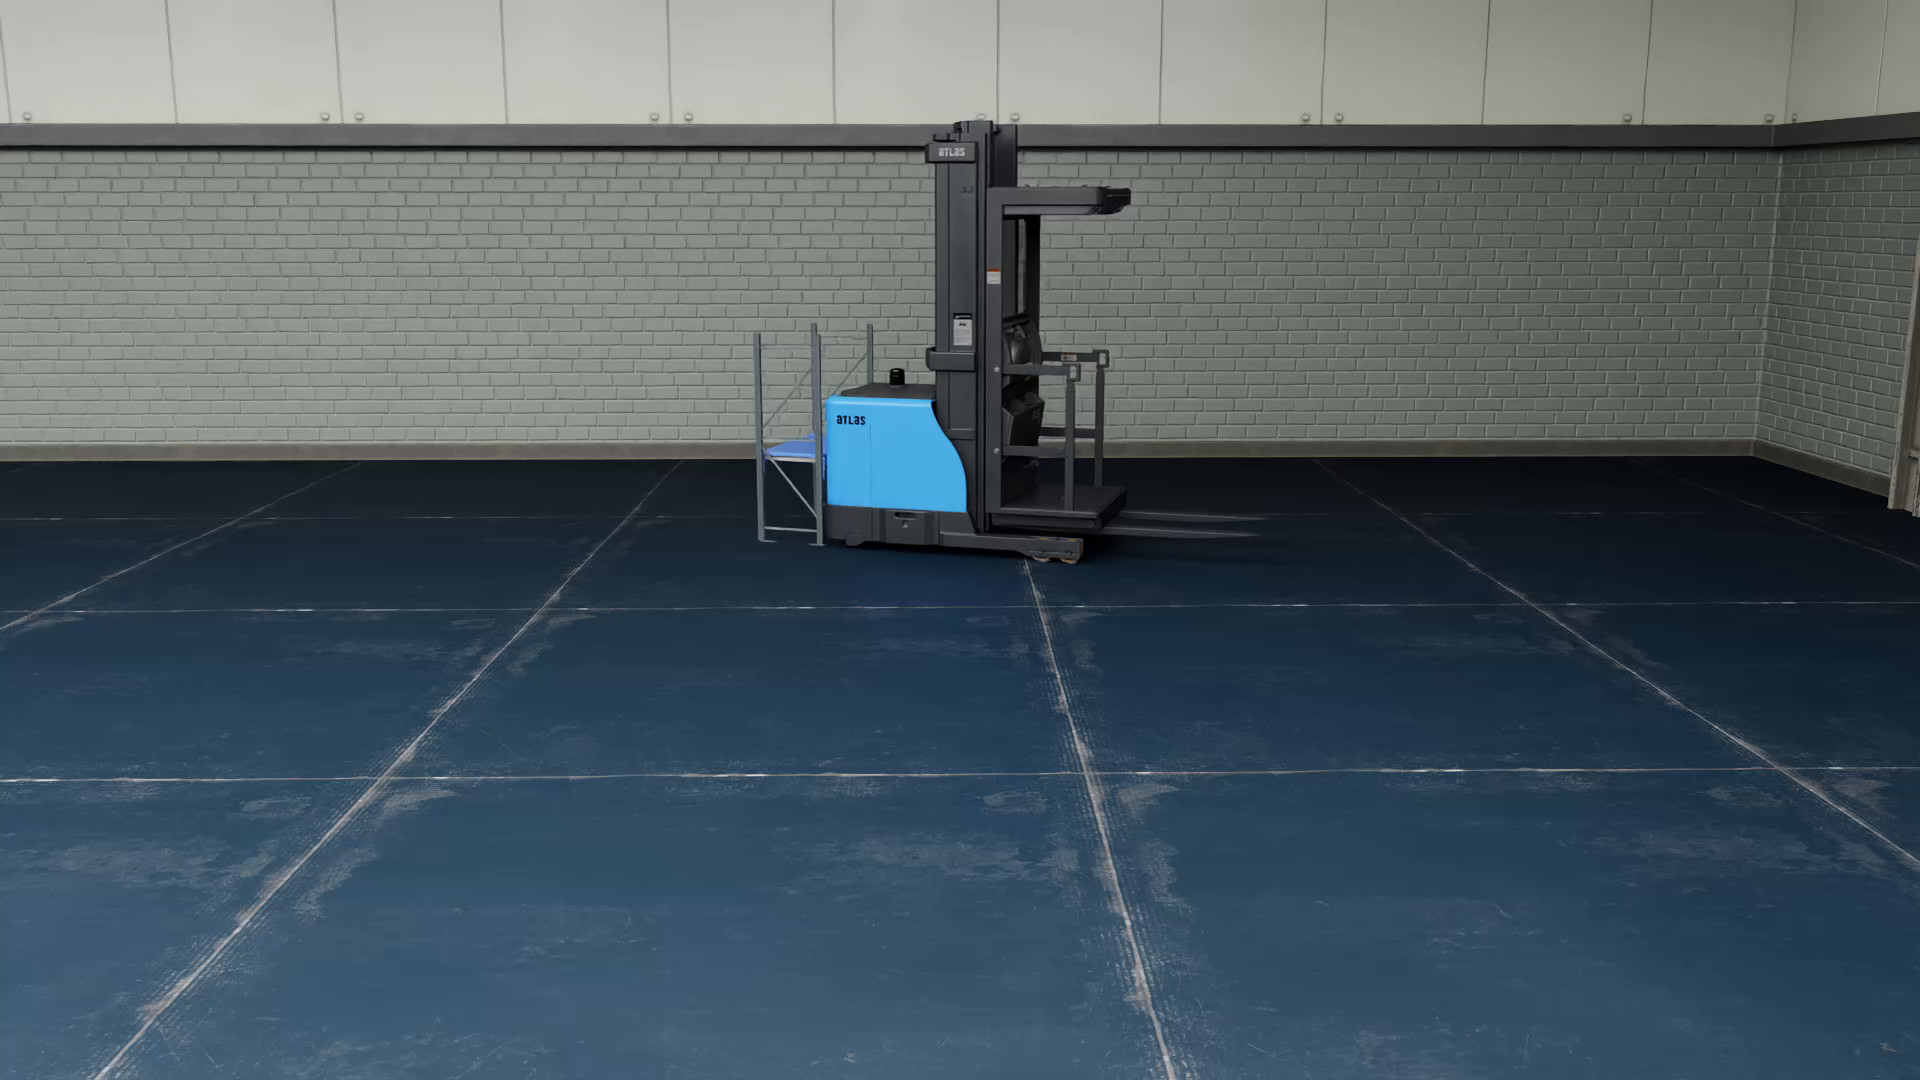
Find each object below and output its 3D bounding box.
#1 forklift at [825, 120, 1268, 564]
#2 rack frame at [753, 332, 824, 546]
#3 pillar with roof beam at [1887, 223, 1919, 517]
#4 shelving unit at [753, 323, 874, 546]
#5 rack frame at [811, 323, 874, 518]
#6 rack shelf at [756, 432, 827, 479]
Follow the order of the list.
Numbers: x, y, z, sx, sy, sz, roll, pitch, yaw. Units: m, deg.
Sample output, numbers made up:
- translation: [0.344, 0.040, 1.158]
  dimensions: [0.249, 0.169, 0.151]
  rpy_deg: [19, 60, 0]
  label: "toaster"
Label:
- translation: [0.621, -1.394, 11.559]
  dimensions: [3.031, 2.935, 1.130]
  rpy_deg: [3, 12, 16]
  label: "forklift"
- translation: [-1.213, -0.711, 11.790]
  dimensions: [0.500, 1.500, 0.032]
  rpy_deg: [4, 12, 18]
  label: "rack frame"
- translation: [3.294, -4.615, 12.172]
  dimensions: [9.100, 9.000, 0.400]
  rpy_deg: [0, 11, -1]
  label: "pillar with roof beam"
- translation: [-1.054, -0.807, 12.263]
  dimensions: [0.538, 1.500, 1.048]
  rpy_deg: [4, 12, 18]
  label: "shelving unit"
- translation: [-0.895, -0.903, 12.737]
  dimensions: [0.500, 1.500, 0.032]
  rpy_deg: [4, 12, 18]
  label: "rack frame"
- translation: [-1.054, -0.630, 12.299]
  dimensions: [0.538, 0.185, 1.000]
  rpy_deg: [4, 12, 18]
  label: "rack shelf"
